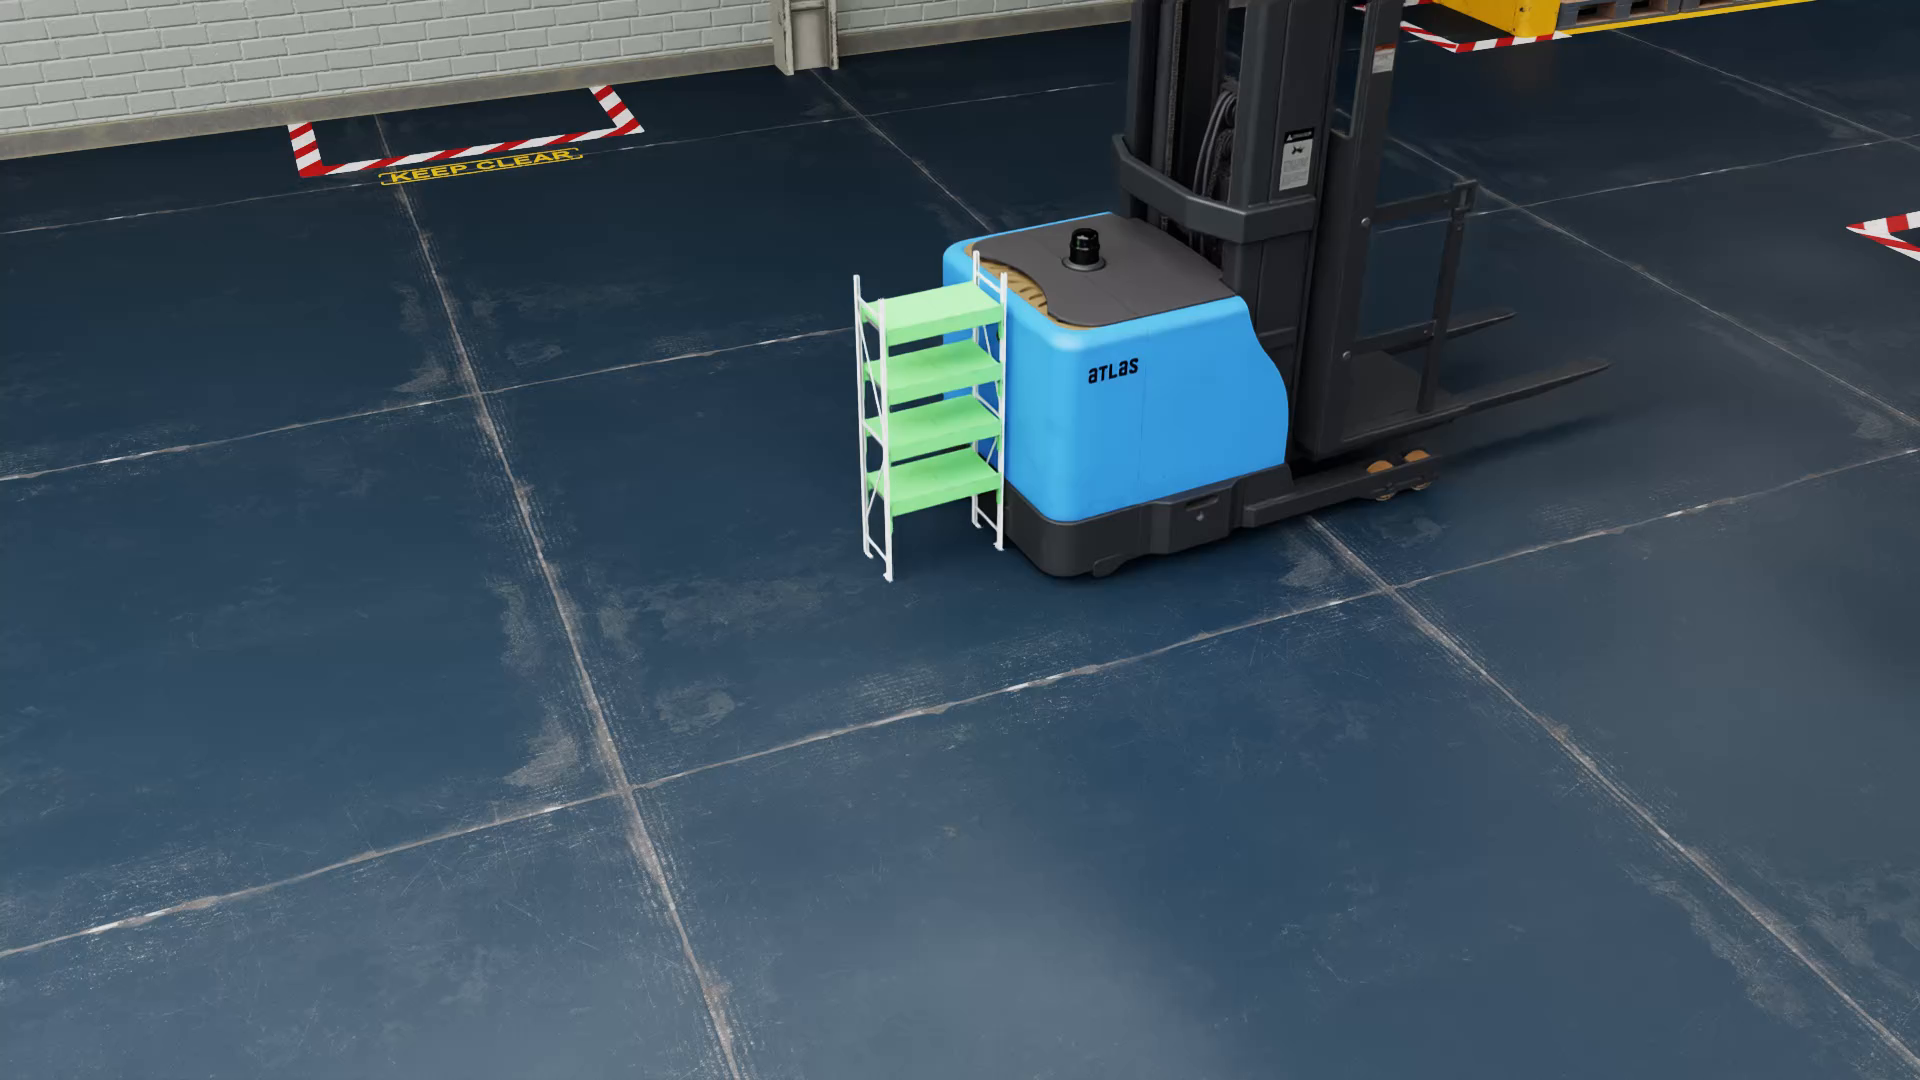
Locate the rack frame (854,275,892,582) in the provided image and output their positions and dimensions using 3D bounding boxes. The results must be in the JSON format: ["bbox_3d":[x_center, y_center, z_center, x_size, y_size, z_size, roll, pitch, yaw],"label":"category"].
[{"bbox_3d":[-0.325,-0.398,6.262,0.015,1.200,0.240,-15,36,-22],"label":"rack frame"}]

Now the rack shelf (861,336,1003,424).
[{"bbox_3d":[-0.107,-0.606,6.258,0.480,0.148,0.258,-15,36,-22],"label":"rack shelf"}]

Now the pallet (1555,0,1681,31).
[{"bbox_3d":[4.944,-4.367,13.268,1.213,0.211,1.003,-13,35,-19],"label":"pallet"}]

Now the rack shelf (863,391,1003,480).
[{"bbox_3d":[-0.107,-0.405,6.389,0.480,0.148,0.258,-15,36,-22],"label":"rack shelf"}]

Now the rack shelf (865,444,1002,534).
[{"bbox_3d":[-0.107,-0.204,6.520,0.480,0.148,0.258,-15,36,-22],"label":"rack shelf"}]

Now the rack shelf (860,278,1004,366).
[{"bbox_3d":[-0.107,-0.807,6.127,0.480,0.148,0.258,-15,36,-22],"label":"rack shelf"}]

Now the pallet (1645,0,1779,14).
[{"bbox_3d":[6.067,-4.622,13.660,1.213,0.211,1.003,-13,35,-19],"label":"pallet"}]

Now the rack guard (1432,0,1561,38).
[{"bbox_3d":[4.182,-4.334,12.953,0.348,0.500,1.175,-13,35,-19],"label":"rack guard"}]

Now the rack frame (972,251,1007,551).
[{"bbox_3d":[0.110,-0.518,6.447,0.015,1.200,0.240,-15,36,-22],"label":"rack frame"}]

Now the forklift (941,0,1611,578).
[{"bbox_3d":[1.469,-1.635,6.575,3.031,2.935,1.130,-15,36,-22],"label":"forklift"}]

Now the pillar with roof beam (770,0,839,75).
[{"bbox_3d":[0.556,-5.032,6.232,0.400,9.000,9.100,-13,35,-19],"label":"pillar with roof beam"}]

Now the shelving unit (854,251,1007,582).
[{"bbox_3d":[-0.107,-0.458,6.354,0.503,1.200,0.258,-15,36,-22],"label":"shelving unit"}]
